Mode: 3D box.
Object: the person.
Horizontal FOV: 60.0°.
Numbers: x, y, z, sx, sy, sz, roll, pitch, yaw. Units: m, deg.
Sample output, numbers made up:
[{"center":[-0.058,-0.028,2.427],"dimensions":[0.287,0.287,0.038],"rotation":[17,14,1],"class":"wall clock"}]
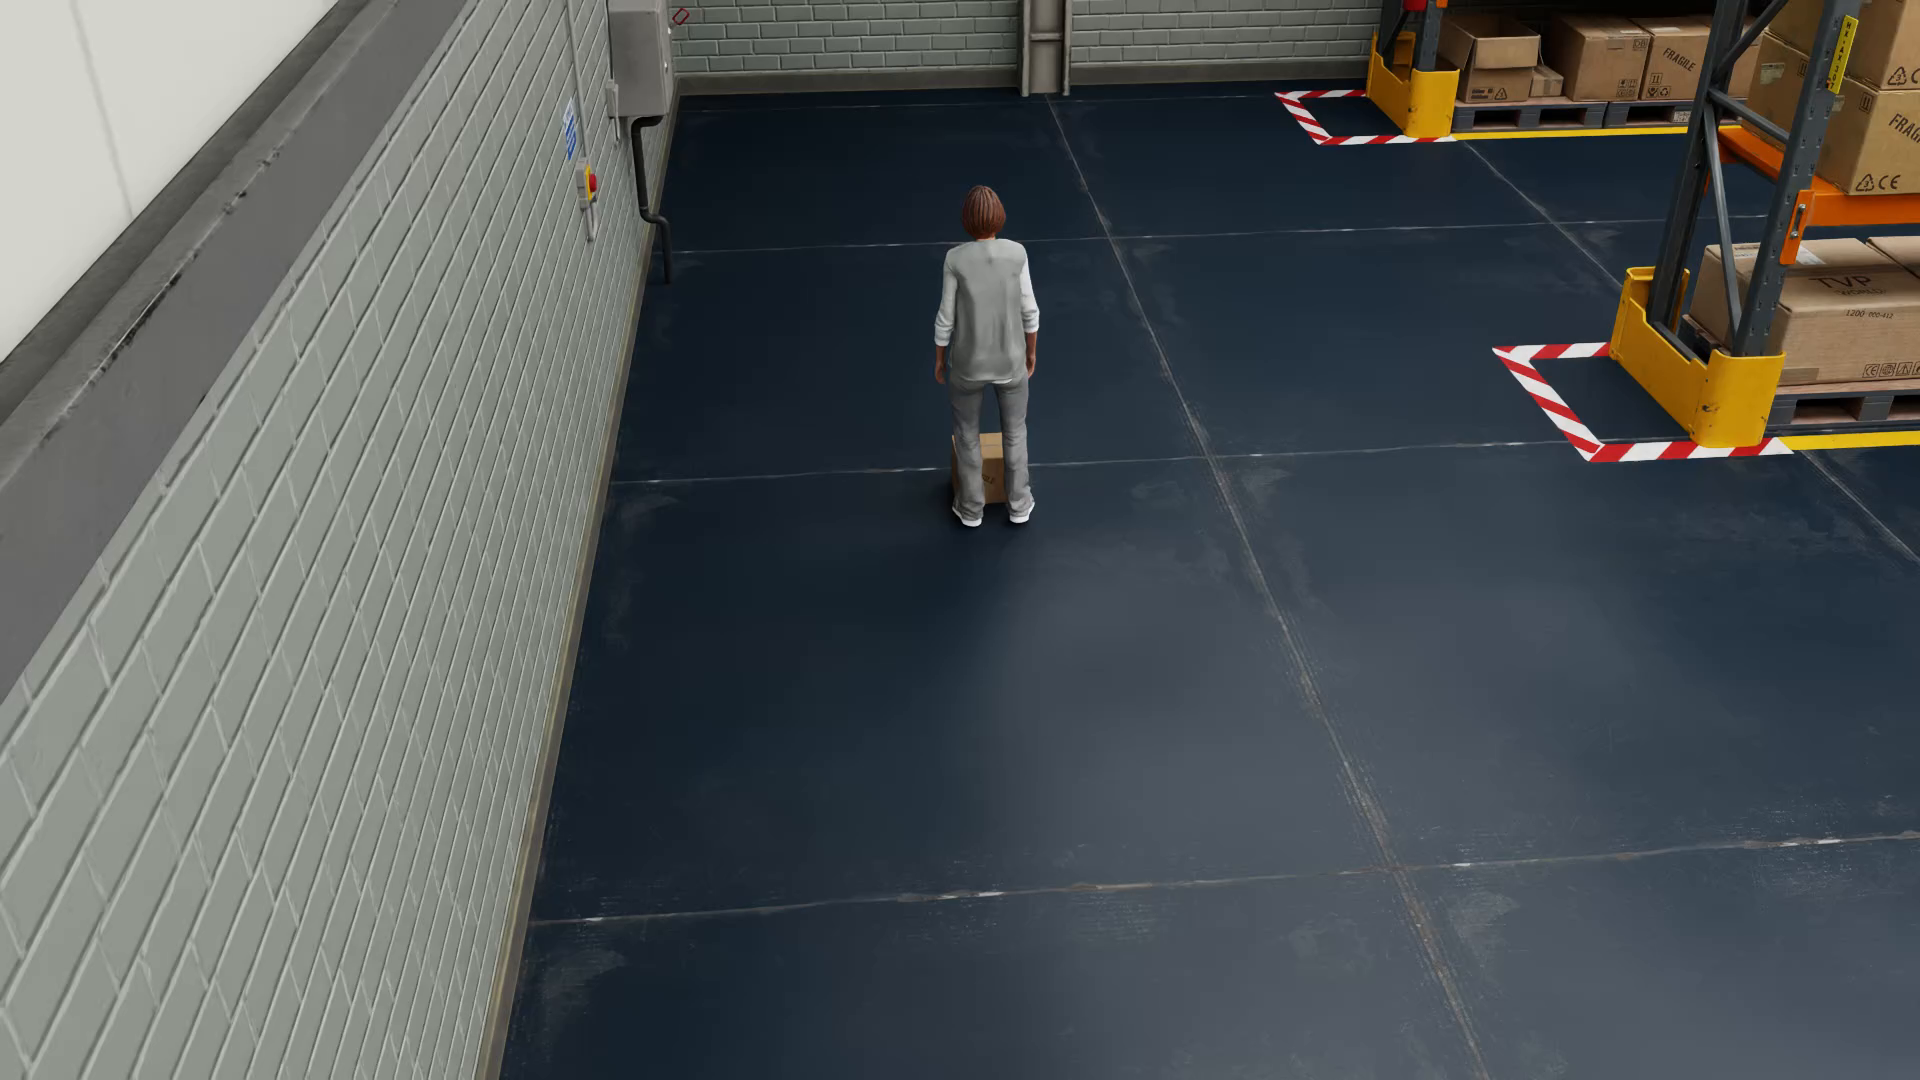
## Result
[{"center":[0.124,-0.788,7.427],"dimensions":[0.482,1.593,0.342],"rotation":[-4,32,-6],"class":"person"}]
